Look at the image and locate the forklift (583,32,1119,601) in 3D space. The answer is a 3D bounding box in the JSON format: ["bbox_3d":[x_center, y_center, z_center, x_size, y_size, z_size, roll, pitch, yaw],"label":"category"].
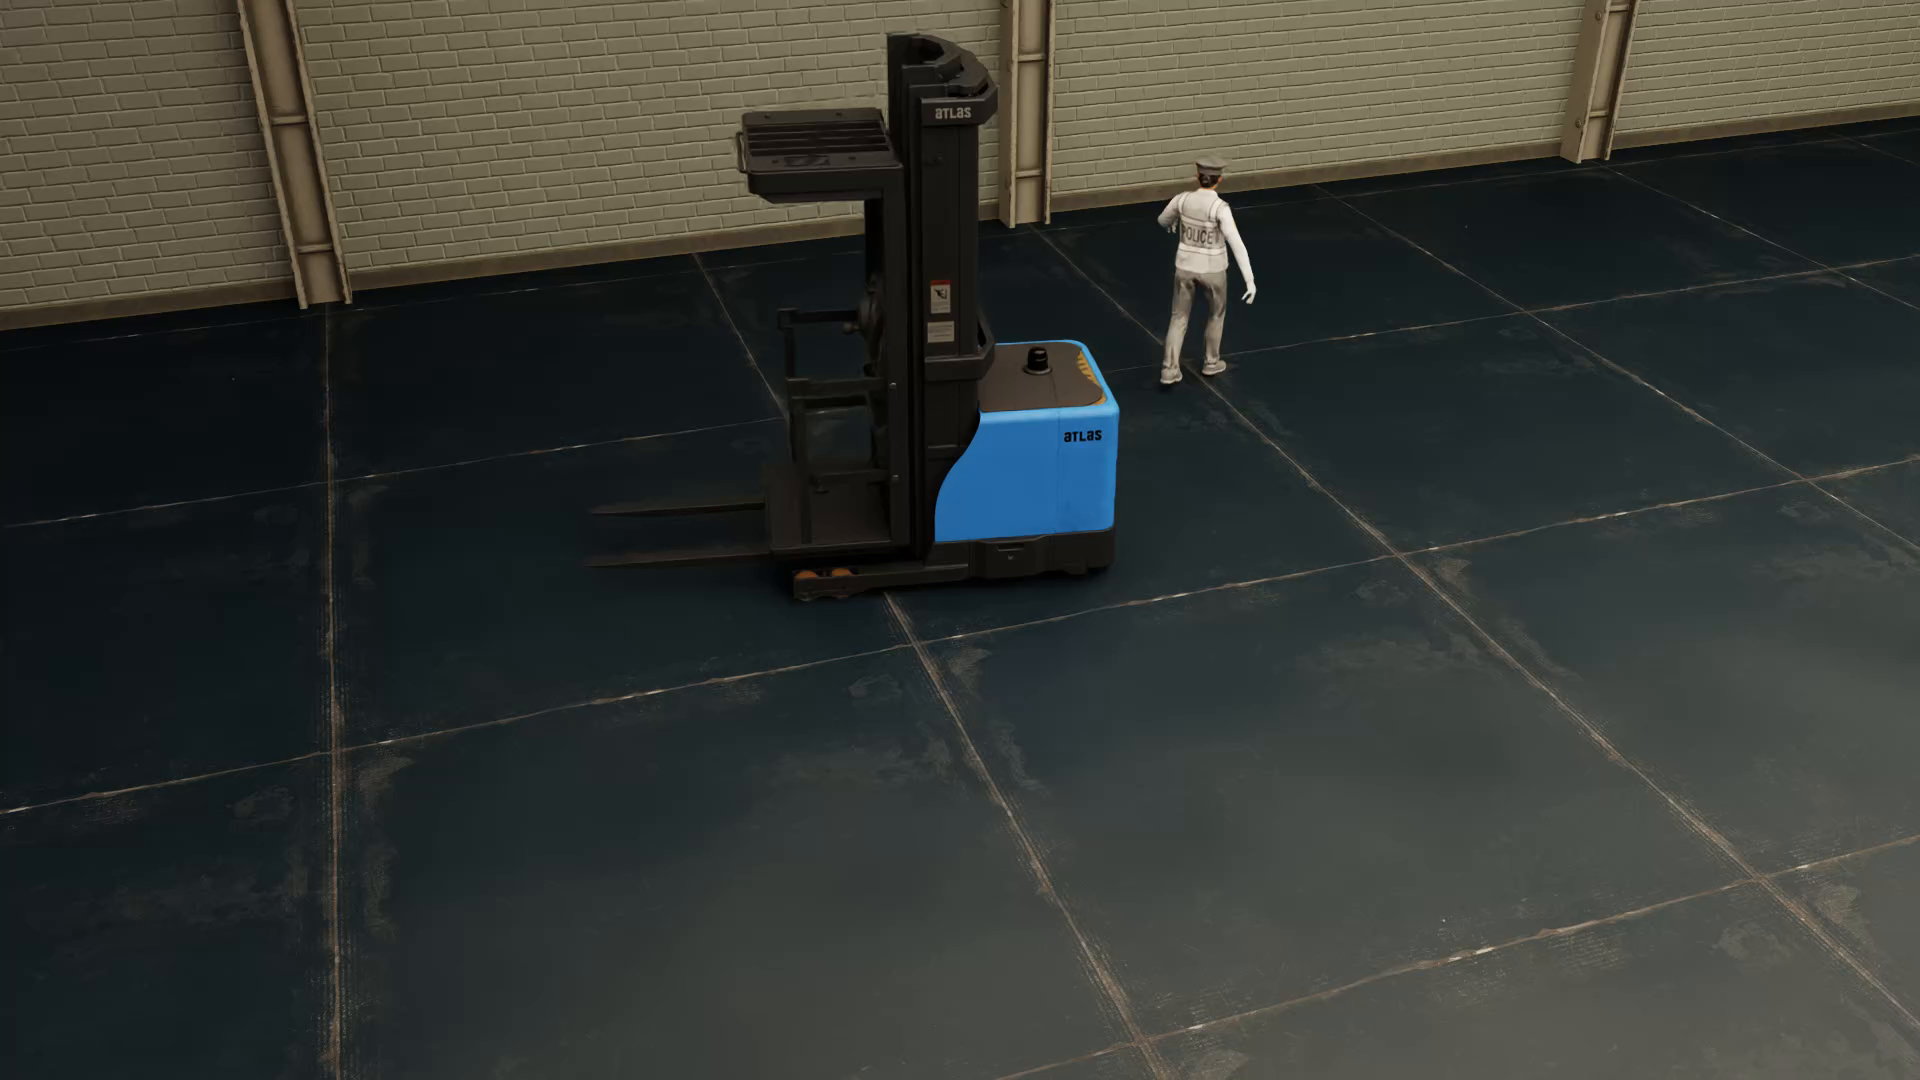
[{"bbox_3d":[-0.664,-1.208,9.186,3.031,2.935,1.130,-4,30,-7],"label":"forklift"}]

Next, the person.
[{"bbox_3d":[1.721,-1.883,11.667,0.879,1.650,0.726,16,34,26],"label":"person"}]
